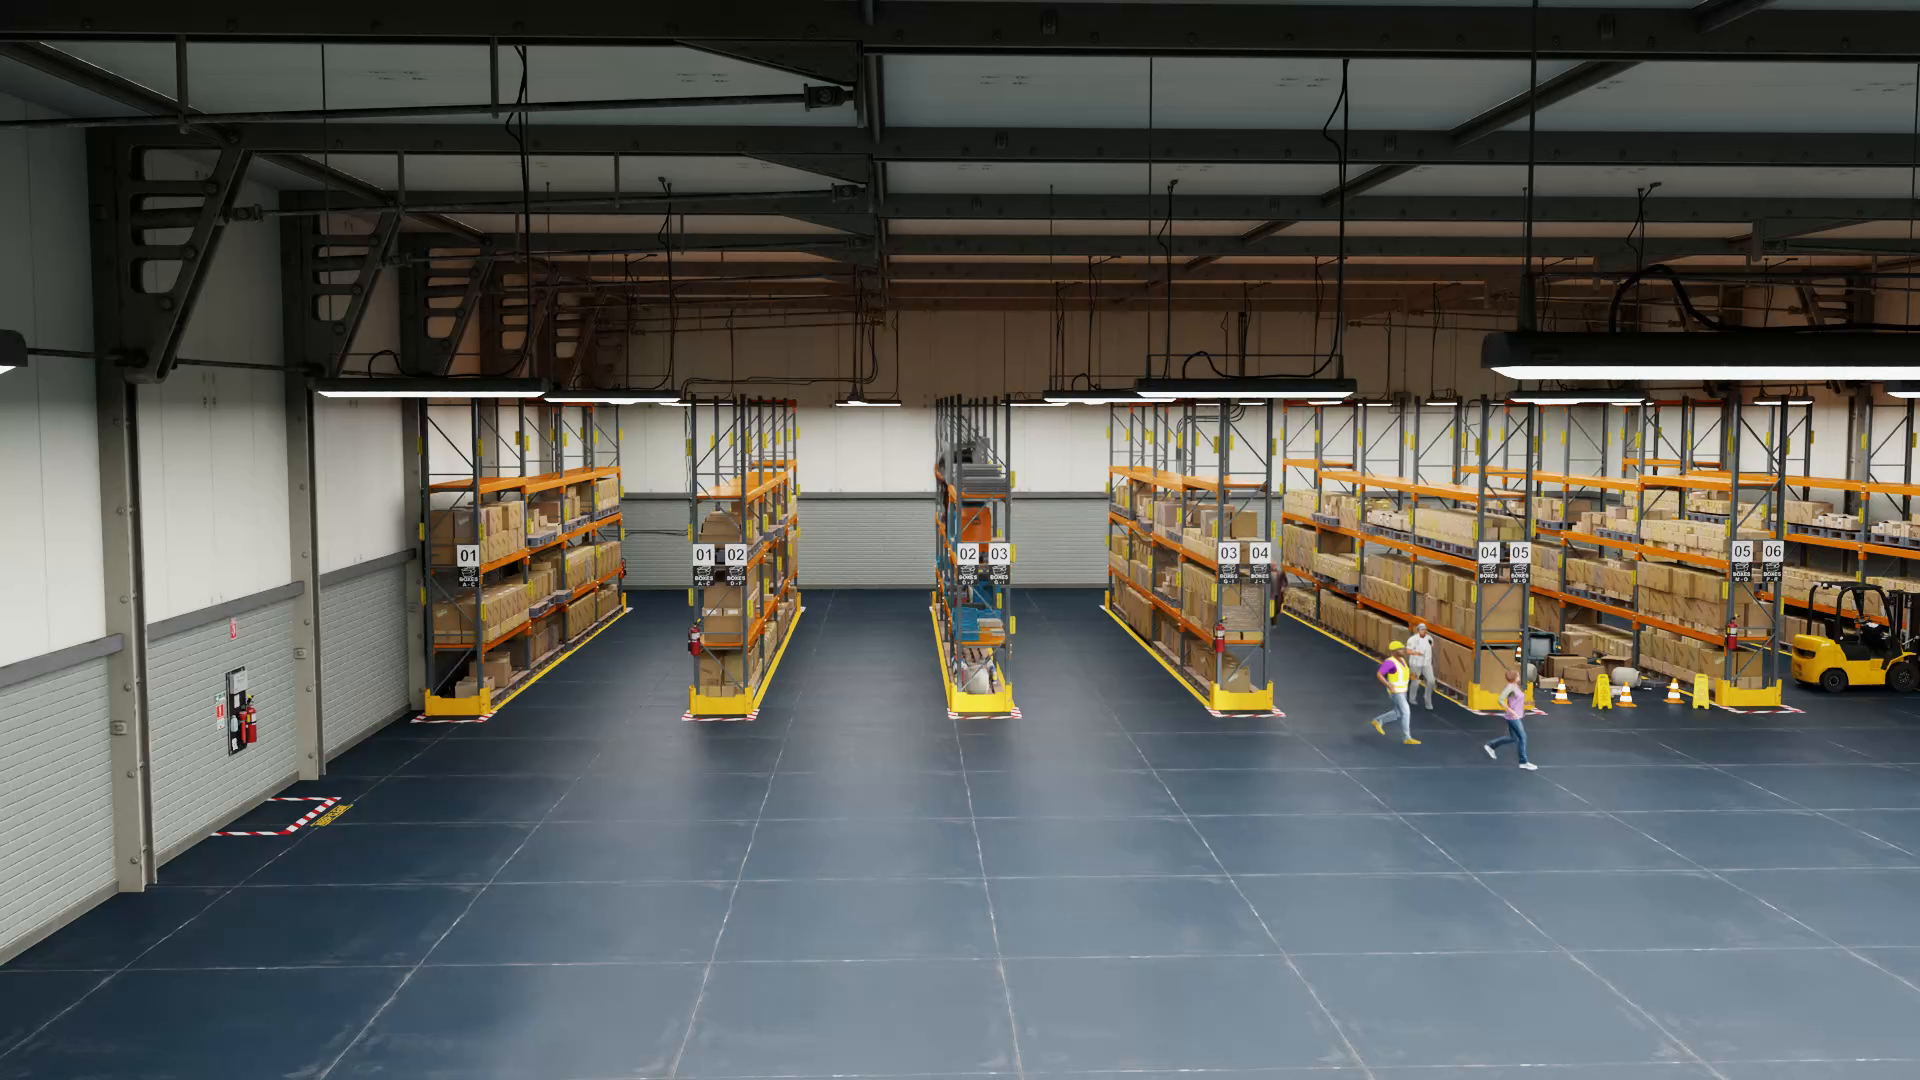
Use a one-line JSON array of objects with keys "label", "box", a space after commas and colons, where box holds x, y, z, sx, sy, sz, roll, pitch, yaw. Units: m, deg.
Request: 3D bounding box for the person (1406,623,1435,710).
[{"label": "person", "box": [8.820, 2.412, 31.841, 0.615, 1.682, 0.783, 0, 4, -2]}]

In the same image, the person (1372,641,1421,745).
[{"label": "person", "box": [7.479, 2.600, 28.507, 0.929, 1.747, 0.713, 3, 6, 36]}]

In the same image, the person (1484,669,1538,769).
[{"label": "person", "box": [8.794, 2.840, 26.516, 0.841, 1.572, 0.546, 2, 5, 27]}]

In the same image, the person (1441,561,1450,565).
[{"label": "person", "box": [14.458, 0.976, 49.346, 0.864, 1.726, 0.725, 2, 5, 27]}]

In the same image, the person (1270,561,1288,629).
[{"label": "person", "box": [8.232, 1.431, 43.572, 0.701, 1.763, 0.761, 0, 5, 4]}]
